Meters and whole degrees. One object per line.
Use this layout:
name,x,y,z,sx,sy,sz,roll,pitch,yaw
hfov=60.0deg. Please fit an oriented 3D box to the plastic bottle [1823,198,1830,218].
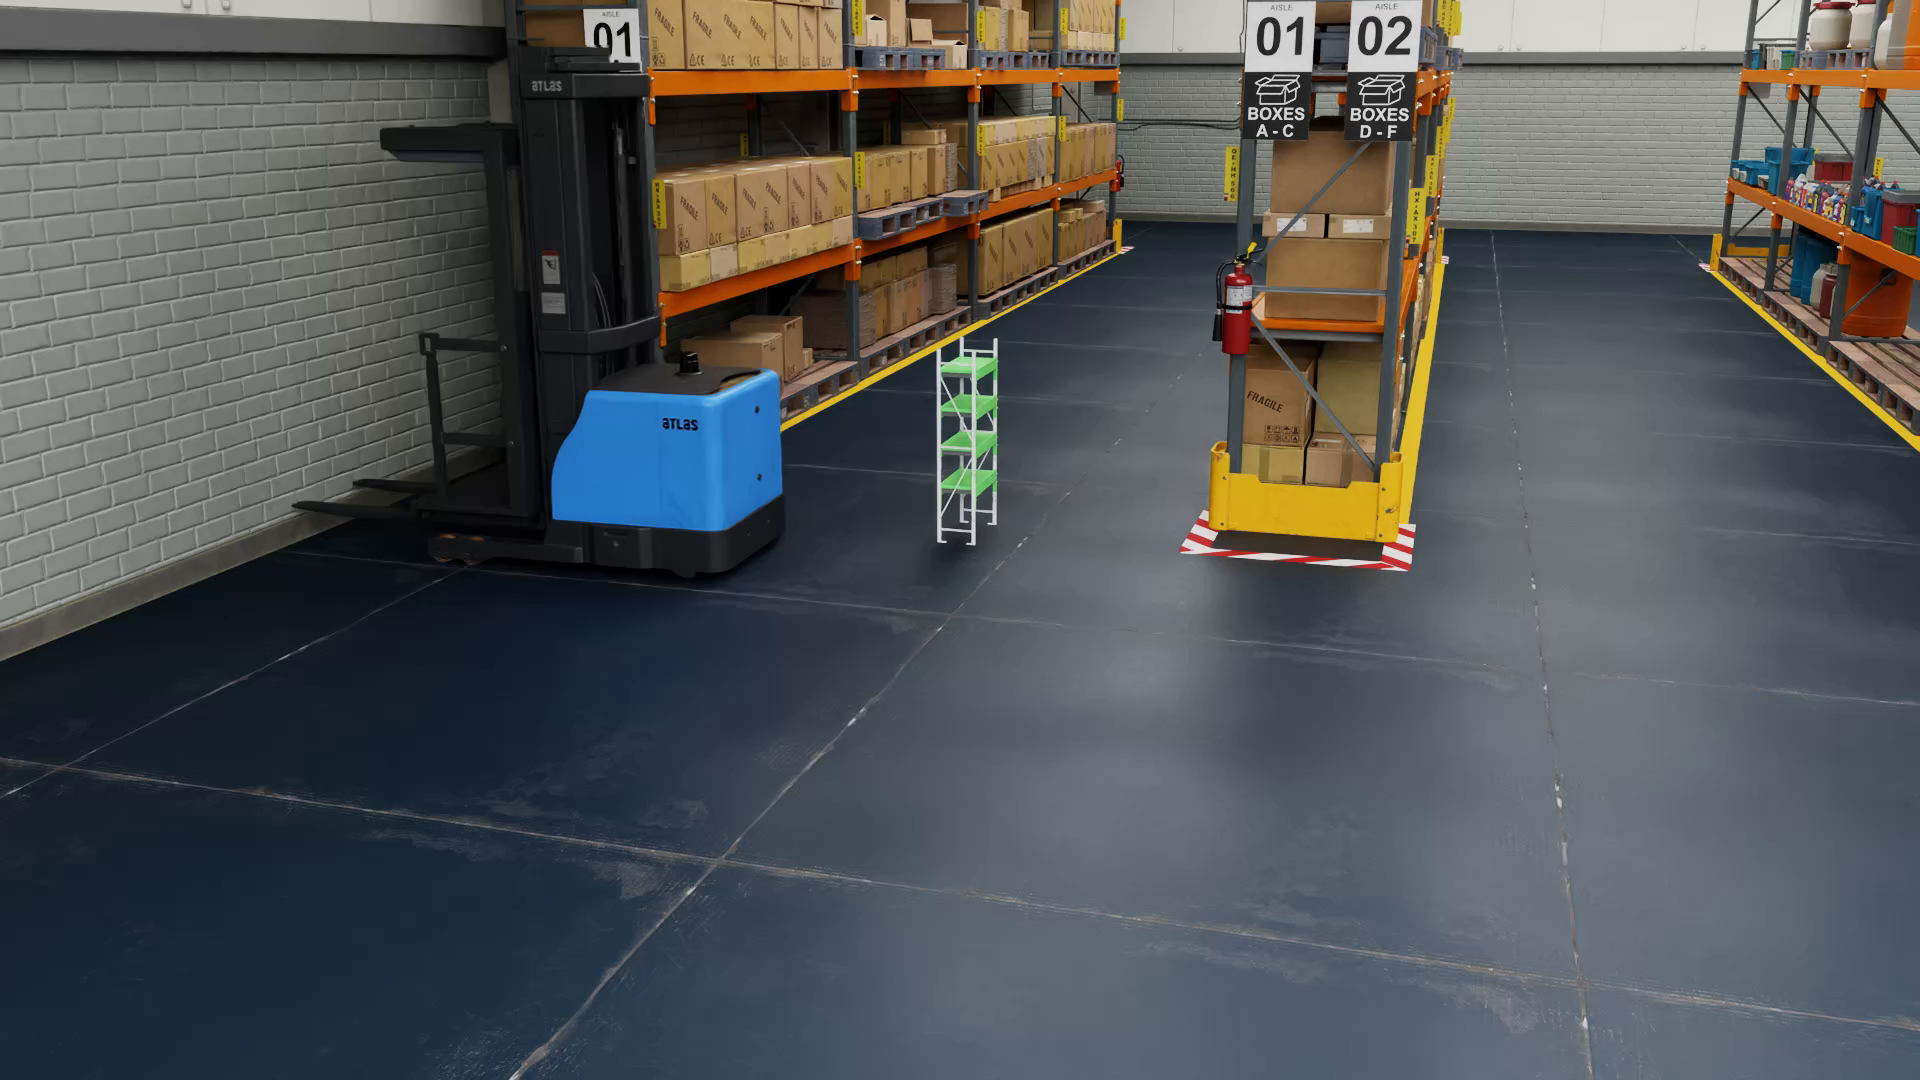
plastic bottle,9.196,-3.513,17.581,0.097,0.201,0.097,0,16,0

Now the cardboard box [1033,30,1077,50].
cardboard box,1.295,-6.823,22.714,0.500,0.250,0.500,5,16,16

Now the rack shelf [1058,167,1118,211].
rack shelf,1.414,-5.219,24.552,1.077,0.370,4.000,5,16,16

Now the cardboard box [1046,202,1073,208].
cardboard box,1.509,-5.059,25.292,0.380,0.149,0.250,5,17,16

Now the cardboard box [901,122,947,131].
cardboard box,-0.410,-4.696,19.249,0.500,0.250,0.500,5,17,17

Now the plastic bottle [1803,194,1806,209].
plastic bottle,9.525,-3.816,18.651,0.097,0.201,0.097,0,16,0

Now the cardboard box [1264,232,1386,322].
cardboard box,2.331,-1.689,10.603,0.700,0.500,0.500,5,16,16

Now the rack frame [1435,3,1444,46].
rack frame,4.460,-6.499,16.750,1.000,3.000,0.127,5,16,16

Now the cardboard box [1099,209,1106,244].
cardboard box,1.880,-4.897,25.909,0.700,0.500,0.500,5,16,16

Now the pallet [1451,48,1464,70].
pallet,4.353,-4.780,16.534,1.213,0.211,1.003,5,17,18

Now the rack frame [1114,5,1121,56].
rack frame,1.983,-8.975,25.480,1.000,3.000,0.127,5,16,16

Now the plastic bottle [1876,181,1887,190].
plastic bottle,9.900,-3.673,17.871,0.144,0.351,0.185,5,16,16

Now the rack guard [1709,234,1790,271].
rack guard,11.476,-4.125,23.957,1.175,0.500,0.348,5,16,16

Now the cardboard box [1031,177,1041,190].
cardboard box,0.837,-4.615,21.525,0.380,0.149,0.250,5,16,16

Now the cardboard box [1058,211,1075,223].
cardboard box,1.429,-4.617,23.732,0.380,0.149,0.250,5,17,18

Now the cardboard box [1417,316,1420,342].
cardboard box,4.255,-2.069,16.395,0.500,0.250,0.500,5,17,17

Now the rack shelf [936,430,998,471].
rack shelf,0.047,-0.559,10.336,0.258,0.148,0.480,5,16,16

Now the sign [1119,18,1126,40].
sign,2.499,-7.874,25.618,0.100,0.325,0.005,5,16,16

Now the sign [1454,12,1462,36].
sign,7.260,-7.526,24.247,0.100,0.325,0.005,5,16,16

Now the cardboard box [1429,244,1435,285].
cardboard box,5.583,-3.388,20.552,0.500,0.500,0.500,5,16,16

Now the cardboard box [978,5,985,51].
cardboard box,-0.108,-5.972,19.402,0.700,0.500,0.500,4,16,13

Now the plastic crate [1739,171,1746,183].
plastic crate,10.732,-4.928,22.581,0.250,0.136,0.298,5,16,16

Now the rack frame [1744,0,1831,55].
rack frame,11.481,-8.206,22.771,1.000,3.000,0.127,5,16,16

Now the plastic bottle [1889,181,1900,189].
plastic bottle,10.084,-3.696,17.954,0.144,0.351,0.185,5,16,16

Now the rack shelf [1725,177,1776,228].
rack shelf,10.913,-4.451,21.843,1.077,0.370,4.000,5,16,16

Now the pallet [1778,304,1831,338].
pallet,9.741,-2.413,18.451,1.003,0.211,1.213,5,16,16

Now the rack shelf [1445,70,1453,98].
rack shelf,6.165,-6.279,22.792,1.077,0.370,4.000,5,16,16

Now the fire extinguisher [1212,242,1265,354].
fire extinguisher,1.707,-1.487,10.218,0.296,0.674,0.183,5,16,16

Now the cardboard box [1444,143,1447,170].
cardboard box,6.867,-5.615,24.446,0.500,0.500,0.500,5,17,18

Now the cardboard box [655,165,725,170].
cardboard box,-2.196,-2.739,13.353,0.500,0.500,0.500,5,17,17

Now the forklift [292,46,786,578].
forklift,-2.652,-1.396,9.879,3.031,2.935,1.130,4,16,15

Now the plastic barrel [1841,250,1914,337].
plastic barrel,9.331,-2.515,16.905,0.600,0.830,0.708,5,16,16

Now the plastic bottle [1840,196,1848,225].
plastic bottle,8.914,-3.310,16.716,0.061,0.283,0.133,5,16,16

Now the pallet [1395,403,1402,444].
pallet,3.057,-1.020,13.537,1.003,0.211,1.213,5,16,16

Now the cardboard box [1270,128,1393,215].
cardboard box,2.346,-2.327,10.475,0.700,0.500,0.500,5,16,16

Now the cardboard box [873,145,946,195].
cardboard box,-0.548,-3.983,17.886,0.700,0.500,0.500,3,16,11

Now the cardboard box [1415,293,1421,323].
cardboard box,4.115,-2.206,15.852,0.500,0.311,0.500,5,17,17

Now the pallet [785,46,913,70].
pallet,-1.150,-4.455,15.386,1.213,0.211,1.003,5,16,16

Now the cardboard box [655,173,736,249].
cardboard box,-1.990,-2.431,12.267,0.500,0.500,0.500,5,16,16

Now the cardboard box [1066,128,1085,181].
cardboard box,1.229,-5.518,23.736,0.980,0.700,0.700,4,16,14

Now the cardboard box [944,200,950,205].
cardboard box,0.025,-3.953,19.191,0.380,0.149,0.250,4,16,15

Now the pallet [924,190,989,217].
pallet,-0.391,-3.709,18.259,1.213,0.211,1.003,5,16,16

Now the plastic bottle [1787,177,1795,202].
plastic bottle,9.793,-4.120,19.571,0.061,0.283,0.133,5,16,16

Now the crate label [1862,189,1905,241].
crate label,8.666,-3.005,15.363,0.502,0.435,0.616,5,16,16

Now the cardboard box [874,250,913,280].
cardboard box,-0.809,-2.894,17.435,0.500,0.250,0.500,5,16,16

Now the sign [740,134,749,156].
sign,-1.961,-3.548,15.220,0.100,0.325,0.005,5,16,16

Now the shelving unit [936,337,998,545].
shelving unit,0.047,-0.621,10.318,0.258,1.200,0.503,5,16,16

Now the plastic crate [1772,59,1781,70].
plastic crate,10.341,-5.952,20.804,0.293,0.136,0.466,5,16,16

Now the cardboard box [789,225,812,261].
cardboard box,-1.549,-2.477,13.802,0.500,0.250,0.500,5,16,16

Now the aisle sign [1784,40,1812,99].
aisle sign,11.783,-6.567,23.221,0.394,0.787,0.004,5,16,16

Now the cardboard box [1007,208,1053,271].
cardboard box,0.786,-4.030,22.210,0.750,0.750,0.750,5,17,17

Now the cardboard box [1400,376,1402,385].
cardboard box,3.249,-1.177,13.251,0.500,0.250,0.500,5,16,16

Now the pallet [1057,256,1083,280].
pallet,1.137,-3.893,23.669,1.003,0.211,1.213,5,16,16

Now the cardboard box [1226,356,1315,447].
cardboard box,2.053,-0.923,10.981,0.500,0.500,0.500,5,16,16

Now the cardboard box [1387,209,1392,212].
cardboard box,2.577,-2.035,10.634,0.380,0.149,0.250,4,16,14

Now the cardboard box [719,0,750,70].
cardboard box,-1.899,-3.745,12.320,0.500,0.500,0.500,5,17,18
